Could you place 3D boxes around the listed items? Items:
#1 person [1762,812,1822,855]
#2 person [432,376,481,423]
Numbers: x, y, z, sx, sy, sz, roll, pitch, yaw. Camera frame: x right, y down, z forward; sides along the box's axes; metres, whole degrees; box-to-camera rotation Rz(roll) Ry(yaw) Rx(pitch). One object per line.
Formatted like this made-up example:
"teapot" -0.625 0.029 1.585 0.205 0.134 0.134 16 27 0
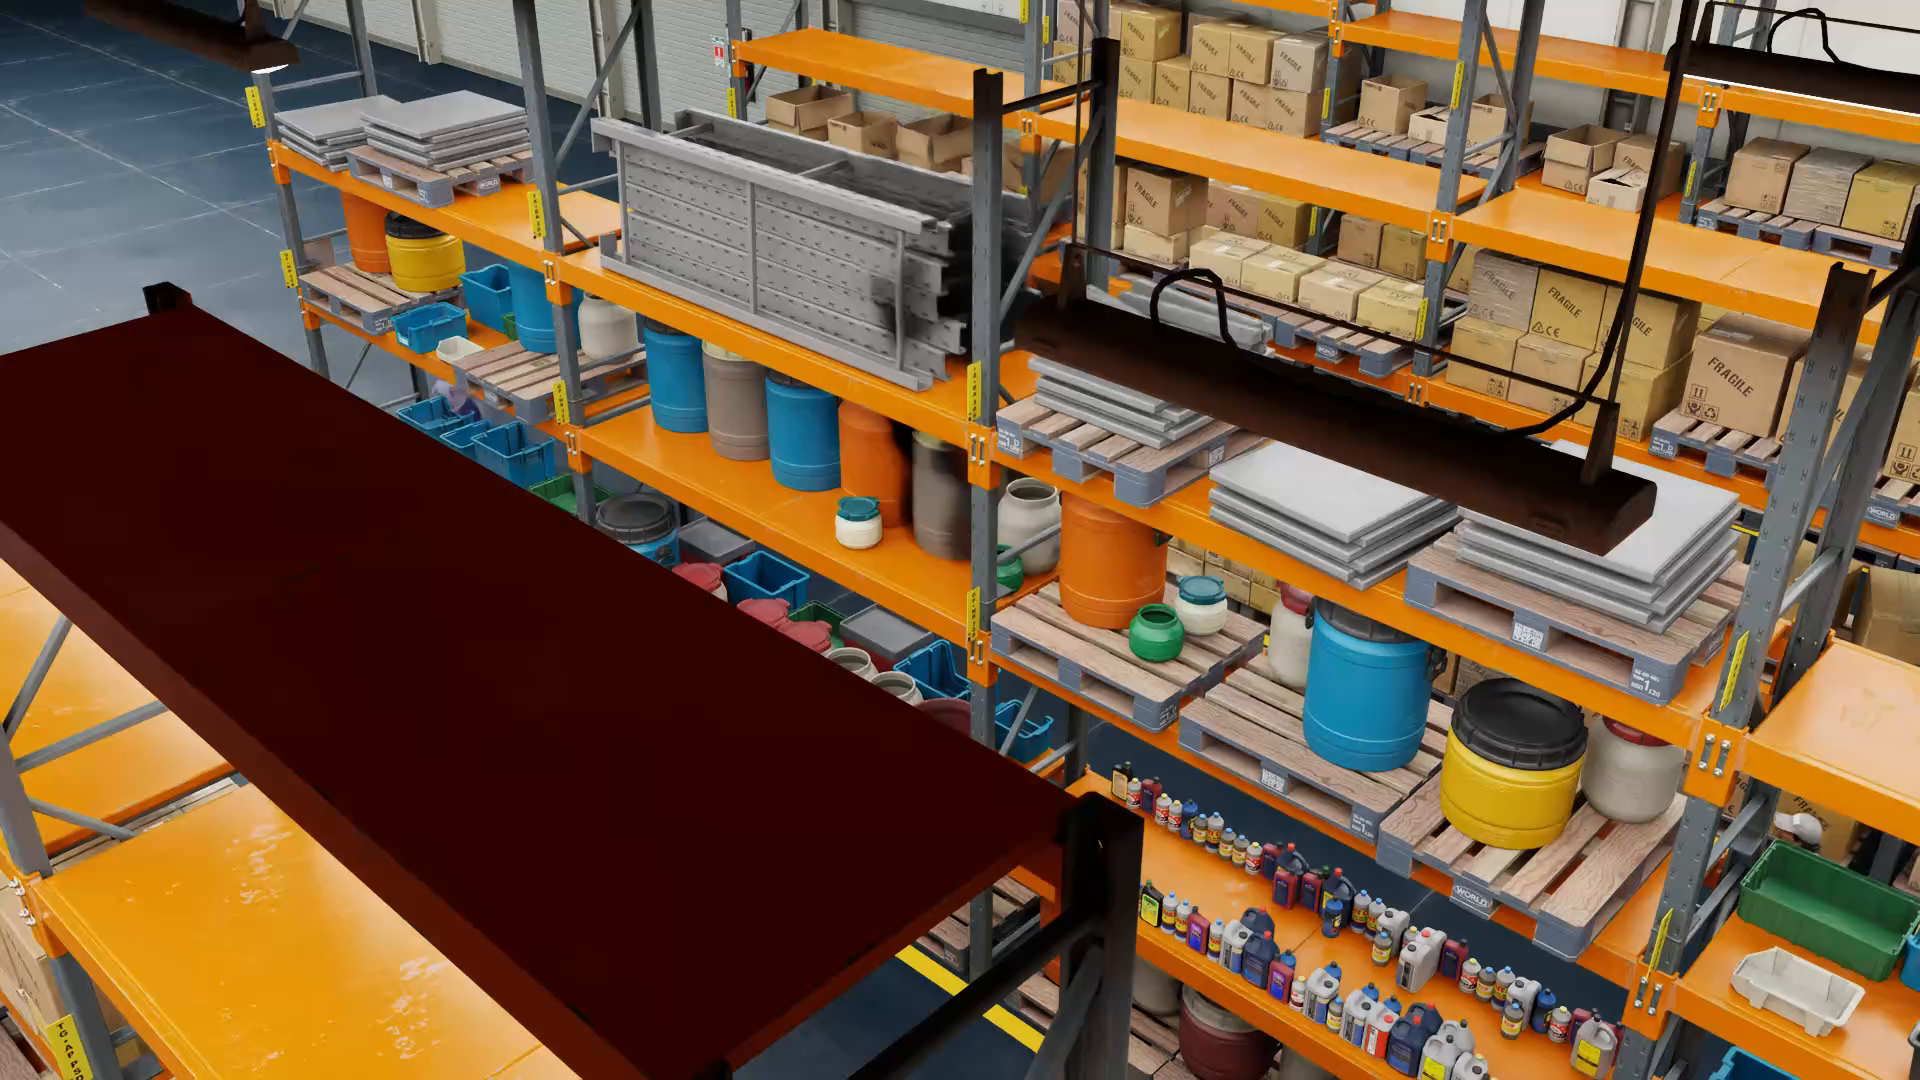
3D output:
"person" 5.115 2.378 10.381 0.585 1.629 0.616 17 34 28
"person" -4.995 -1.148 16.666 0.817 1.675 0.621 4 30 7
